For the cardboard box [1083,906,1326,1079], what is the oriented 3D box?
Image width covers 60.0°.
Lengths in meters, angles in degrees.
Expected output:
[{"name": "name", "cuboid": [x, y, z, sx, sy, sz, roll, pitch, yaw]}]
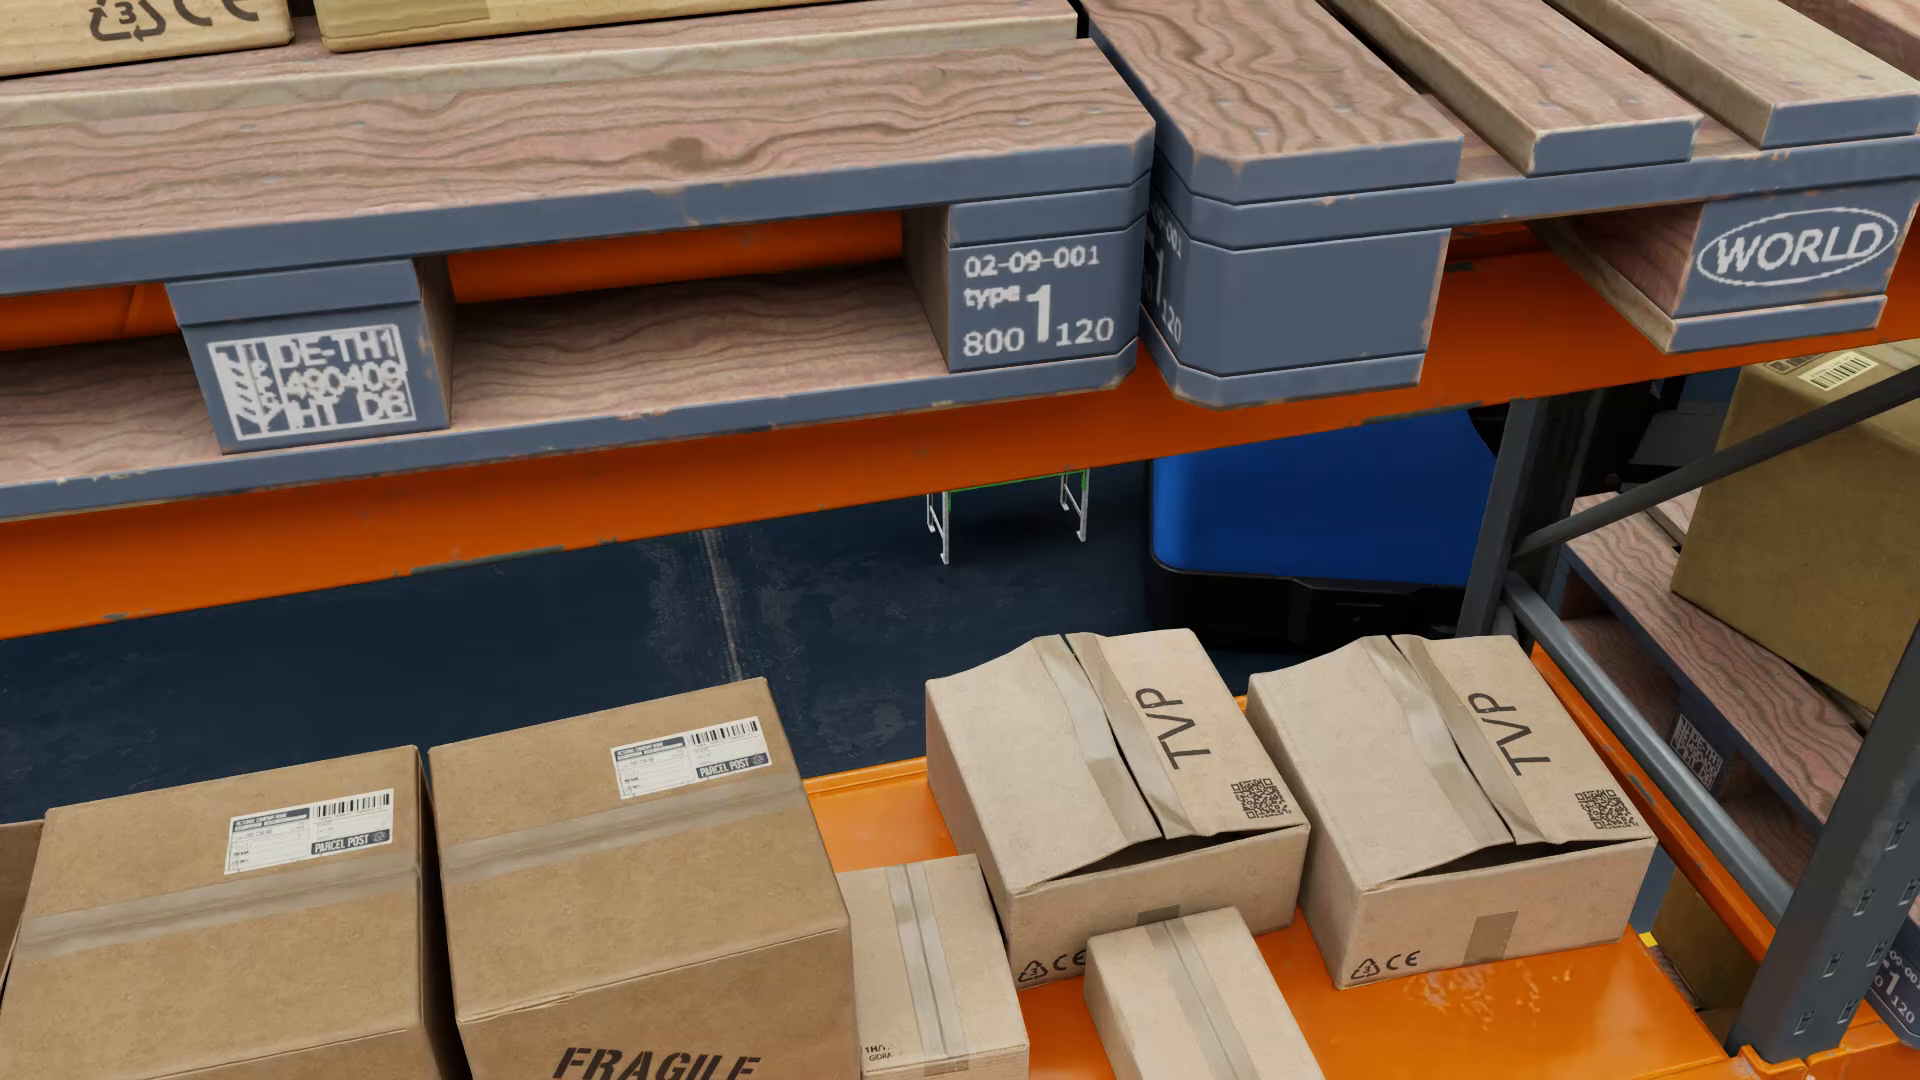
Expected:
[{"name": "cardboard box", "cuboid": [0.364, 0.760, 2.494, 0.250, 0.149, 0.380, -9, 38, -12]}]

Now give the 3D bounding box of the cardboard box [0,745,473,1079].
[{"name": "cardboard box", "cuboid": [-0.963, 0.675, 2.317, 0.500, 0.500, 0.500, -9, 38, -12]}]

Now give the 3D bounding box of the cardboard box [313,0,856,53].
[{"name": "cardboard box", "cuboid": [-0.319, -0.660, 1.453, 0.500, 0.250, 0.500, -10, 39, -13]}]

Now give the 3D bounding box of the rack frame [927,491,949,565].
[{"name": "rack frame", "cuboid": [-0.076, -0.464, 5.369, 0.015, 1.200, 0.240, -9, 38, -12]}]

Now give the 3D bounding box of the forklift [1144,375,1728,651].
[{"name": "forklift", "cuboid": [2.140, -1.054, 4.716, 3.031, 2.935, 1.130, 3, 38, 4]}]

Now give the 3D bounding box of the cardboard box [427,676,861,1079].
[{"name": "cardboard box", "cuboid": [-0.455, 0.592, 2.426, 0.500, 0.500, 0.500, -11, 39, -14]}]

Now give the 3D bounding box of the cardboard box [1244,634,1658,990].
[{"name": "cardboard box", "cuboid": [0.798, 0.423, 2.801, 0.500, 0.311, 0.500, -7, 38, -9]}]

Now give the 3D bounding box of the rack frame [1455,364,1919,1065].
[{"name": "rack frame", "cuboid": [1.161, 0.356, 2.816, 0.127, 3.000, 1.000, -9, 38, -12]}]

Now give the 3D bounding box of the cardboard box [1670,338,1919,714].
[{"name": "cardboard box", "cuboid": [1.739, -0.016, 2.875, 0.500, 0.500, 0.700, -23, 43, -27]}]

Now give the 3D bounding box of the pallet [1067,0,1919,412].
[{"name": "pallet", "cuboid": [0.529, -0.601, 1.753, 1.003, 0.211, 1.213, -8, 38, -10]}]

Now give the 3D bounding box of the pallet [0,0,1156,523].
[{"name": "pallet", "cuboid": [-0.550, -0.422, 1.519, 1.213, 0.211, 1.003, -8, 38, -10]}]

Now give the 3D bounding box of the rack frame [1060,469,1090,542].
[{"name": "rack frame", "cuboid": [0.395, -0.541, 5.470, 0.015, 1.200, 0.240, -9, 38, -12]}]

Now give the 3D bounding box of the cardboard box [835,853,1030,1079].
[{"name": "cardboard box", "cuboid": [-0.056, 0.691, 2.585, 0.250, 0.149, 0.380, -7, 38, -9]}]

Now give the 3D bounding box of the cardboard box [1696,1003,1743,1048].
[{"name": "cardboard box", "cuboid": [1.675, 1.270, 3.317, 0.500, 0.500, 0.500, -8, 38, -10]}]

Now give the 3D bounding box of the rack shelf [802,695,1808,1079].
[{"name": "rack shelf", "cuboid": [-0.770, 0.958, 2.620, 4.000, 0.370, 1.077, -9, 38, -12]}]

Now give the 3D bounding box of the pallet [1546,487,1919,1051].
[{"name": "pallet", "cuboid": [1.797, 0.284, 3.068, 1.003, 0.211, 1.213, -9, 38, -12]}]

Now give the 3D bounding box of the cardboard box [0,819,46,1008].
[{"name": "cardboard box", "cuboid": [-1.447, 0.754, 2.213, 0.500, 0.500, 0.500, -7, 38, -9]}]

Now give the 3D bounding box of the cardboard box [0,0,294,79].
[{"name": "cardboard box", "cuboid": [-0.839, -0.576, 1.343, 0.500, 0.250, 0.500, -12, 39, -16]}]

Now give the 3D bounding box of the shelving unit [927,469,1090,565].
[{"name": "shelving unit", "cuboid": [0.160, -0.503, 5.420, 0.503, 1.200, 0.258, -9, 38, -12]}]

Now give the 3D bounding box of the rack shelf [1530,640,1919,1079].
[{"name": "rack shelf", "cuboid": [3.091, 0.325, 3.449, 4.000, 0.370, 1.077, -9, 38, -12]}]

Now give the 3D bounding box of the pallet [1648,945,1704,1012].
[{"name": "pallet", "cuboid": [1.891, 1.367, 3.789, 1.213, 0.211, 1.003, -9, 38, -12]}]

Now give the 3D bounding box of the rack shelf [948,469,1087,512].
[{"name": "rack shelf", "cuboid": [0.160, -0.261, 5.604, 0.480, 0.148, 0.258, -9, 38, -12]}]

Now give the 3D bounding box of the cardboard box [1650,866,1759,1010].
[{"name": "cardboard box", "cuboid": [2.002, 0.888, 3.815, 0.500, 0.500, 0.500, -8, 38, -10]}]

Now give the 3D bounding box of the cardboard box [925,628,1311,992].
[{"name": "cardboard box", "cuboid": [0.247, 0.419, 2.806, 0.500, 0.311, 0.500, -10, 38, -12]}]

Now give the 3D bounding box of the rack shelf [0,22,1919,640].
[{"name": "rack shelf", "cuboid": [-0.770, -0.233, 1.709, 4.000, 0.370, 1.077, -9, 38, -12]}]
